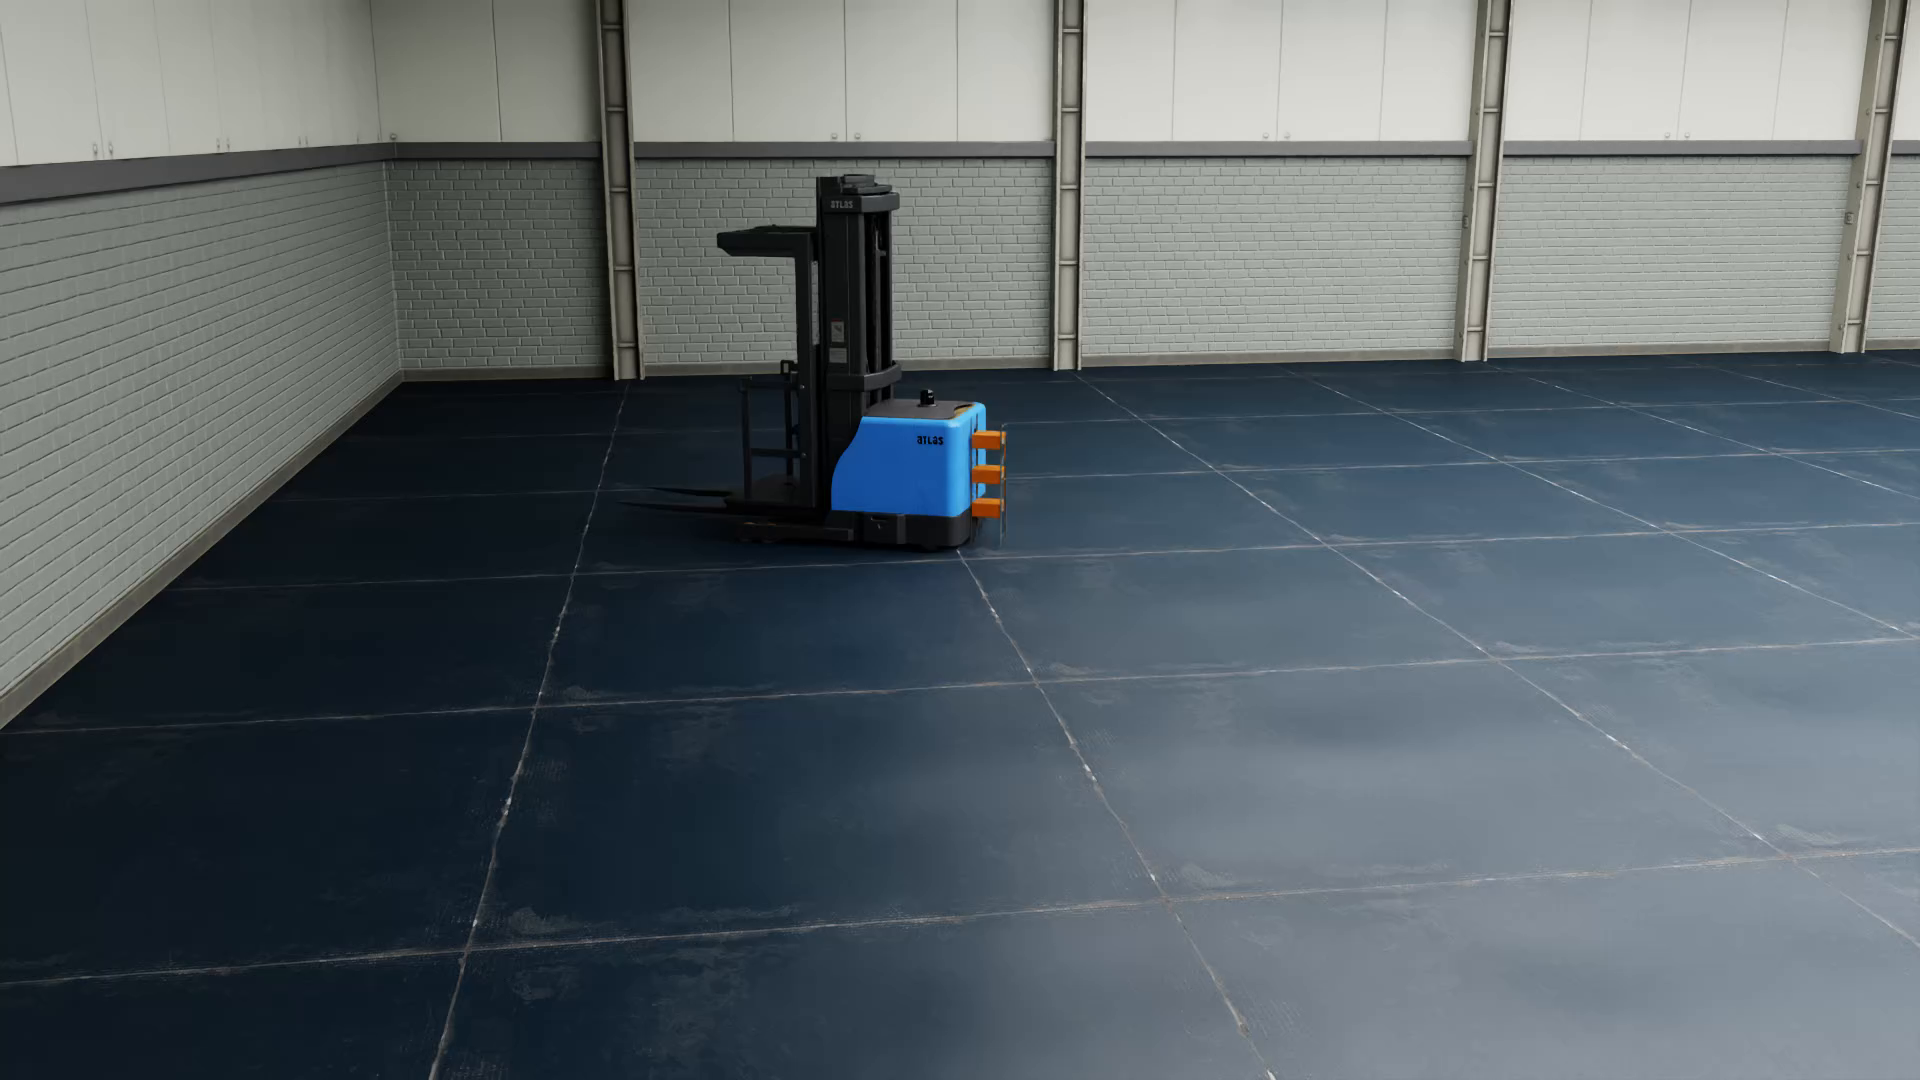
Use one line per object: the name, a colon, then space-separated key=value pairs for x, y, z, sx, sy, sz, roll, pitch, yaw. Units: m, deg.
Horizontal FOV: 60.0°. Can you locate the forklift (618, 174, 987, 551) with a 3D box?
forklift: x=-1.348 y=-1.511 z=13.722 sx=3.031 sy=2.935 sz=1.130 roll=4 pitch=15 yaw=14

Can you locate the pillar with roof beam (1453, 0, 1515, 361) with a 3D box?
pillar with roof beam: x=8.049 y=-5.950 z=18.947 sx=0.400 sy=9.000 sz=9.100 roll=-2 pitch=14 yaw=-8

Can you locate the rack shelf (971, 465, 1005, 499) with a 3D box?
rack shelf: x=0.233 y=-0.478 z=13.512 sx=0.240 sy=0.259 sz=0.215 roll=4 pitch=15 yaw=14

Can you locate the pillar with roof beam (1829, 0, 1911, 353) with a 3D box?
pillar with roof beam: x=13.982 y=-6.167 z=19.814 sx=0.400 sy=9.000 sz=9.100 roll=-2 pitch=14 yaw=-8

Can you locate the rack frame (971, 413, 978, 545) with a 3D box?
rack frame: x=0.115 y=-0.495 z=13.539 sx=0.008 sy=1.050 sz=0.200 roll=4 pitch=15 yaw=14

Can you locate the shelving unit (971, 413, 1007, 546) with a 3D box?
shelving unit: x=0.233 y=-0.488 z=13.509 sx=0.252 sy=1.050 sz=0.215 roll=4 pitch=15 yaw=14

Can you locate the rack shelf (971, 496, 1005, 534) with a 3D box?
rack shelf: x=0.233 y=-0.208 z=13.579 sx=0.240 sy=0.259 sz=0.215 roll=4 pitch=15 yaw=14

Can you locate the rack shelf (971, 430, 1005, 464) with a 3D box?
rack shelf: x=0.233 y=-0.753 z=13.443 sx=0.240 sy=0.259 sz=0.215 roll=4 pitch=15 yaw=14

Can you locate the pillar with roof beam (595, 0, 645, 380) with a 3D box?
pillar with roof beam: x=-3.817 y=-5.515 z=17.213 sx=0.400 sy=9.000 sz=9.100 roll=-2 pitch=14 yaw=-8

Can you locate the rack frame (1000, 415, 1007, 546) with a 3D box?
rack frame: x=0.351 y=-0.481 z=13.480 sx=0.008 sy=1.050 sz=0.200 roll=4 pitch=15 yaw=14

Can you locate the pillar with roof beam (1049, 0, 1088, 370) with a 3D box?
pillar with roof beam: x=2.116 y=-5.732 z=18.080 sx=0.400 sy=9.000 sz=9.100 roll=-2 pitch=14 yaw=-8
